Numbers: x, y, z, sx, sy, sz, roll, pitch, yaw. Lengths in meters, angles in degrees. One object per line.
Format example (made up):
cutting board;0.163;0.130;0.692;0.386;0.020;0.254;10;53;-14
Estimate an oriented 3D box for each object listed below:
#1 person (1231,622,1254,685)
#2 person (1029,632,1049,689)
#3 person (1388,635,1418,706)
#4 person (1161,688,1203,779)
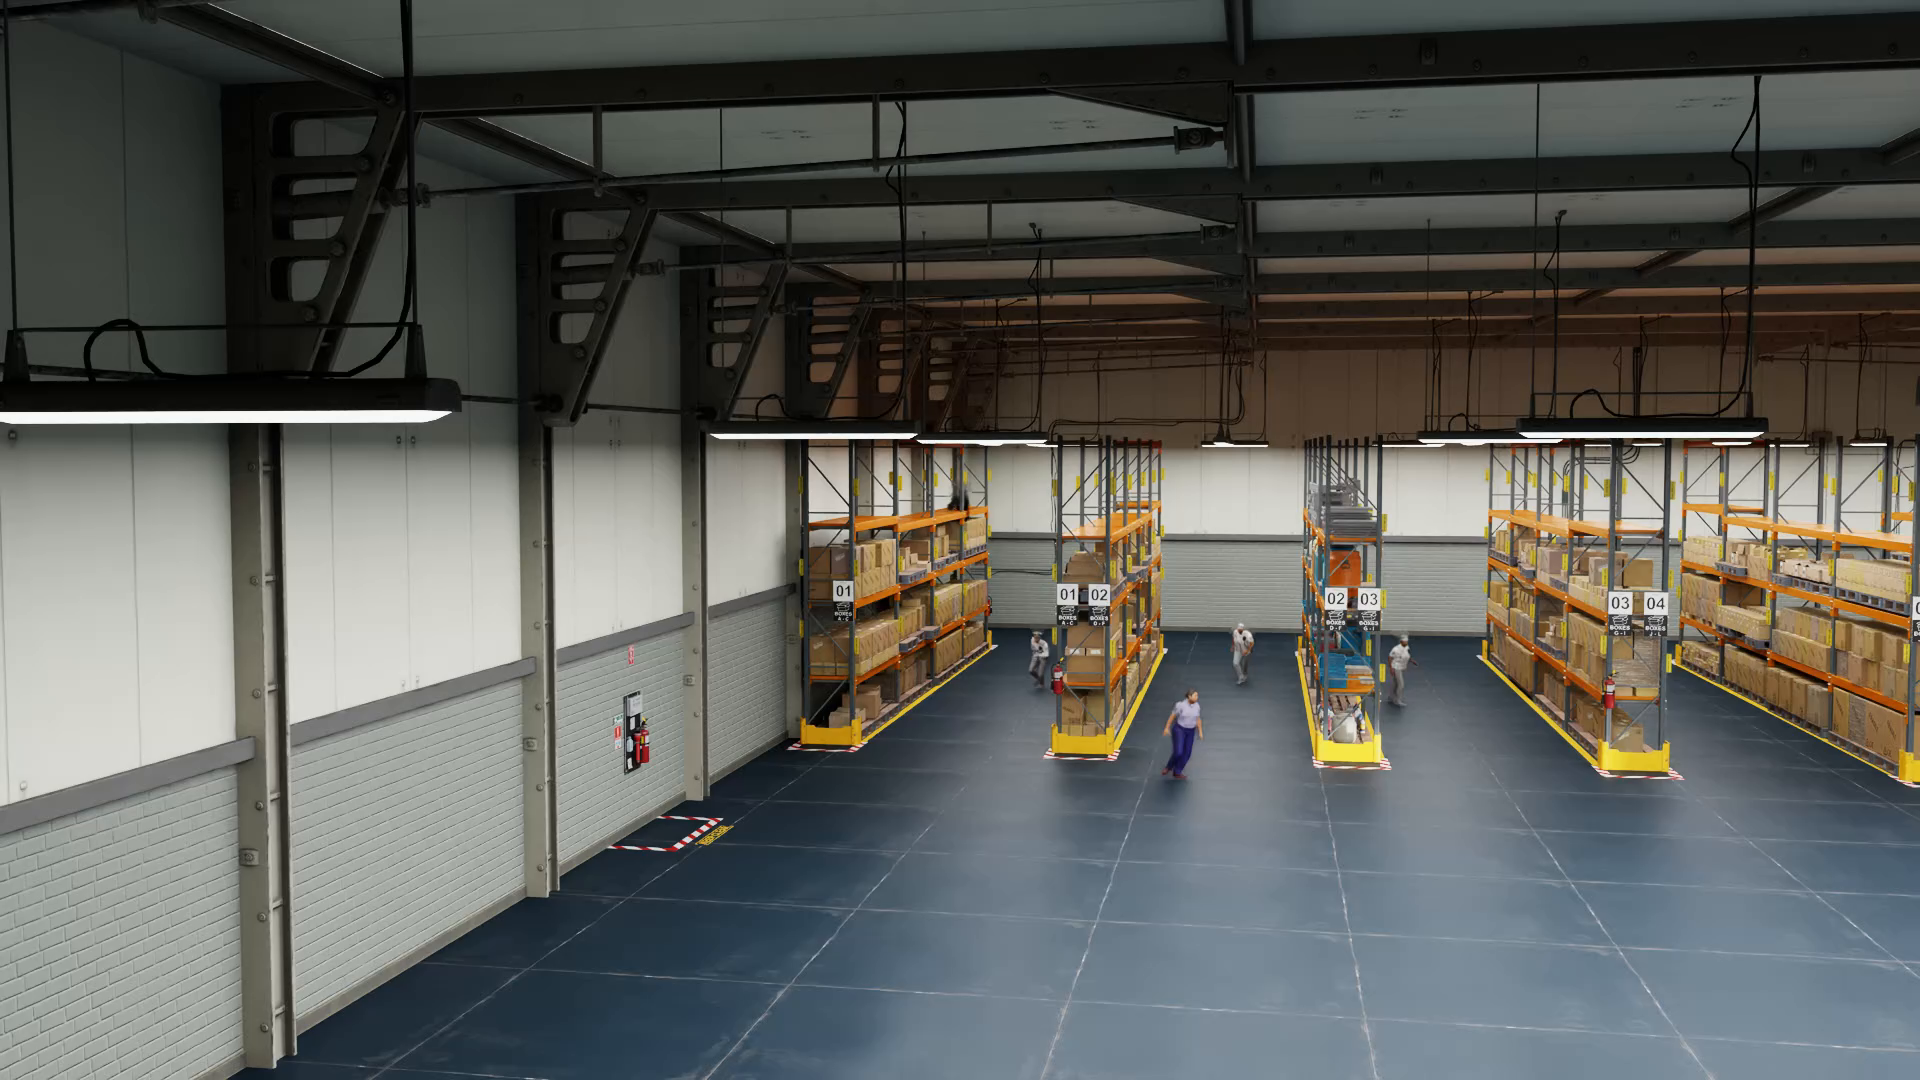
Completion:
person;6.957;2.754;40.841;0.603;1.533;1.046;1;3;22
person;1.876;2.860;39.524;0.620;1.424;0.946;1;3;25
person;9.909;2.910;37.362;0.620;1.606;0.840;-3;4;-42
person;3.865;3.363;28.931;0.655;1.611;0.534;-2;3;-28
